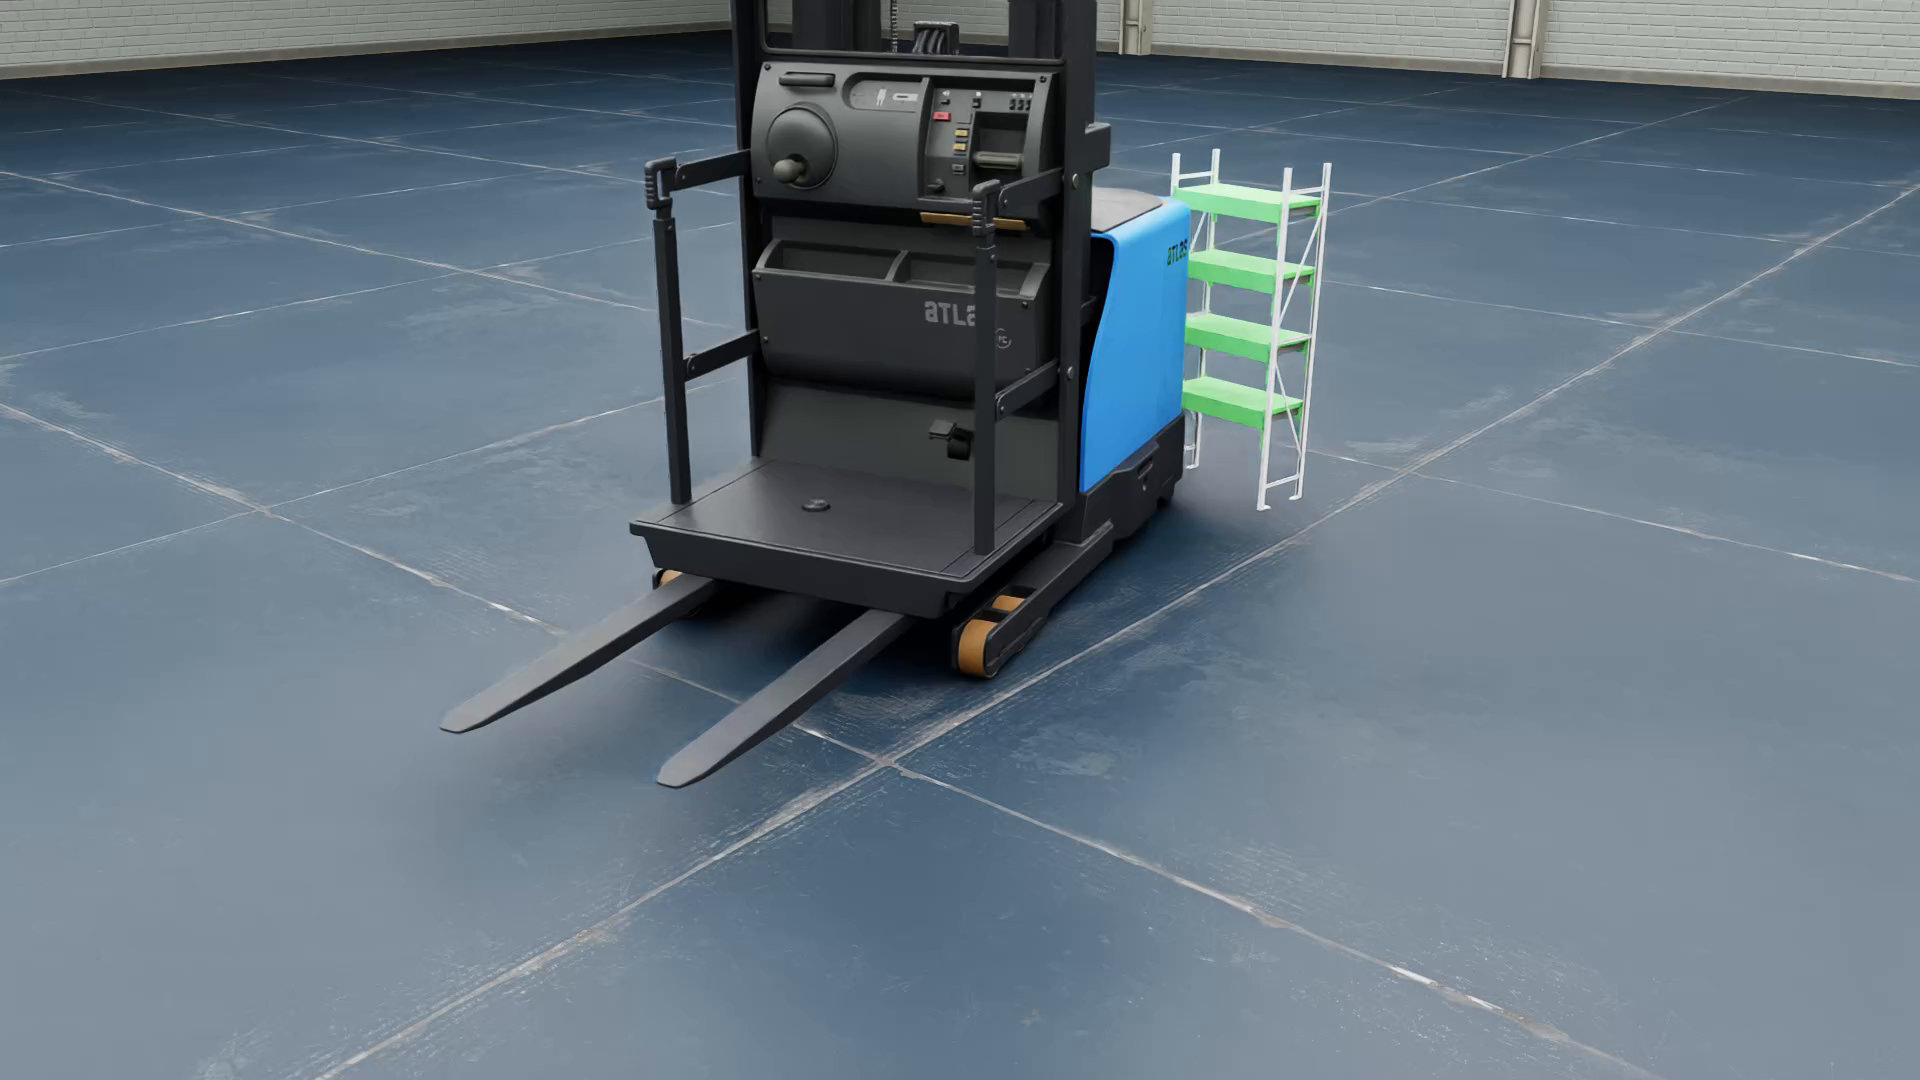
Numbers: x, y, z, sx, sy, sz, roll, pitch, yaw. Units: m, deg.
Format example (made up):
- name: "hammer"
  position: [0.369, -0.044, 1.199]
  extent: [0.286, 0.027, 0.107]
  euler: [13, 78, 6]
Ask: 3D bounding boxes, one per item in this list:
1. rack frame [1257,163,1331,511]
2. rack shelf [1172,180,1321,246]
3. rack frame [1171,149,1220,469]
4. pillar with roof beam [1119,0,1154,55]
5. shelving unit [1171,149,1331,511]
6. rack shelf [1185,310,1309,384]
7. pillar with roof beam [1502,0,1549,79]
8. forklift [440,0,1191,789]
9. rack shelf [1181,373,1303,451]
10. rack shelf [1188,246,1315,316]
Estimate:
- name: "rack frame"
  position: [1.163, -0.696, 5.805]
  extent: [0.240, 1.200, 0.015]
  euler: [-16, 26, -39]
- name: "rack shelf"
  position: [1.006, -1.151, 5.833]
  extent: [0.258, 0.148, 0.480]
  euler: [-16, 26, -39]
- name: "rack frame"
  position: [0.836, -0.824, 6.144]
  extent: [0.240, 1.200, 0.015]
  euler: [-16, 26, -39]
- name: "pillar with roof beam"
  position: [-0.070, -10.395, 20.481]
  extent: [0.400, 9.000, 9.100]
  euler: [16, 26, 36]
- name: "shelving unit"
  position: [1.000, -0.760, 5.974]
  extent: [0.258, 1.200, 0.503]
  euler: [-16, 26, -39]
- name: "rack shelf"
  position: [0.999, -0.700, 5.996]
  extent: [0.258, 0.148, 0.480]
  euler: [-16, 26, -39]
- name: "pillar with roof beam"
  position: [4.578, -9.057, 16.931]
  extent: [0.400, 9.000, 9.100]
  euler: [16, 26, 36]
- name: "forklift"
  position: [-0.269, -1.159, 4.588]
  extent: [1.130, 2.935, 3.031]
  euler: [9, 23, 23]
- name: "rack shelf"
  position: [0.995, -0.474, 6.077]
  extent: [0.258, 0.148, 0.480]
  euler: [-16, 26, -39]
- name: "rack shelf"
  position: [1.003, -0.925, 5.915]
  extent: [0.258, 0.148, 0.480]
  euler: [-16, 26, -39]
